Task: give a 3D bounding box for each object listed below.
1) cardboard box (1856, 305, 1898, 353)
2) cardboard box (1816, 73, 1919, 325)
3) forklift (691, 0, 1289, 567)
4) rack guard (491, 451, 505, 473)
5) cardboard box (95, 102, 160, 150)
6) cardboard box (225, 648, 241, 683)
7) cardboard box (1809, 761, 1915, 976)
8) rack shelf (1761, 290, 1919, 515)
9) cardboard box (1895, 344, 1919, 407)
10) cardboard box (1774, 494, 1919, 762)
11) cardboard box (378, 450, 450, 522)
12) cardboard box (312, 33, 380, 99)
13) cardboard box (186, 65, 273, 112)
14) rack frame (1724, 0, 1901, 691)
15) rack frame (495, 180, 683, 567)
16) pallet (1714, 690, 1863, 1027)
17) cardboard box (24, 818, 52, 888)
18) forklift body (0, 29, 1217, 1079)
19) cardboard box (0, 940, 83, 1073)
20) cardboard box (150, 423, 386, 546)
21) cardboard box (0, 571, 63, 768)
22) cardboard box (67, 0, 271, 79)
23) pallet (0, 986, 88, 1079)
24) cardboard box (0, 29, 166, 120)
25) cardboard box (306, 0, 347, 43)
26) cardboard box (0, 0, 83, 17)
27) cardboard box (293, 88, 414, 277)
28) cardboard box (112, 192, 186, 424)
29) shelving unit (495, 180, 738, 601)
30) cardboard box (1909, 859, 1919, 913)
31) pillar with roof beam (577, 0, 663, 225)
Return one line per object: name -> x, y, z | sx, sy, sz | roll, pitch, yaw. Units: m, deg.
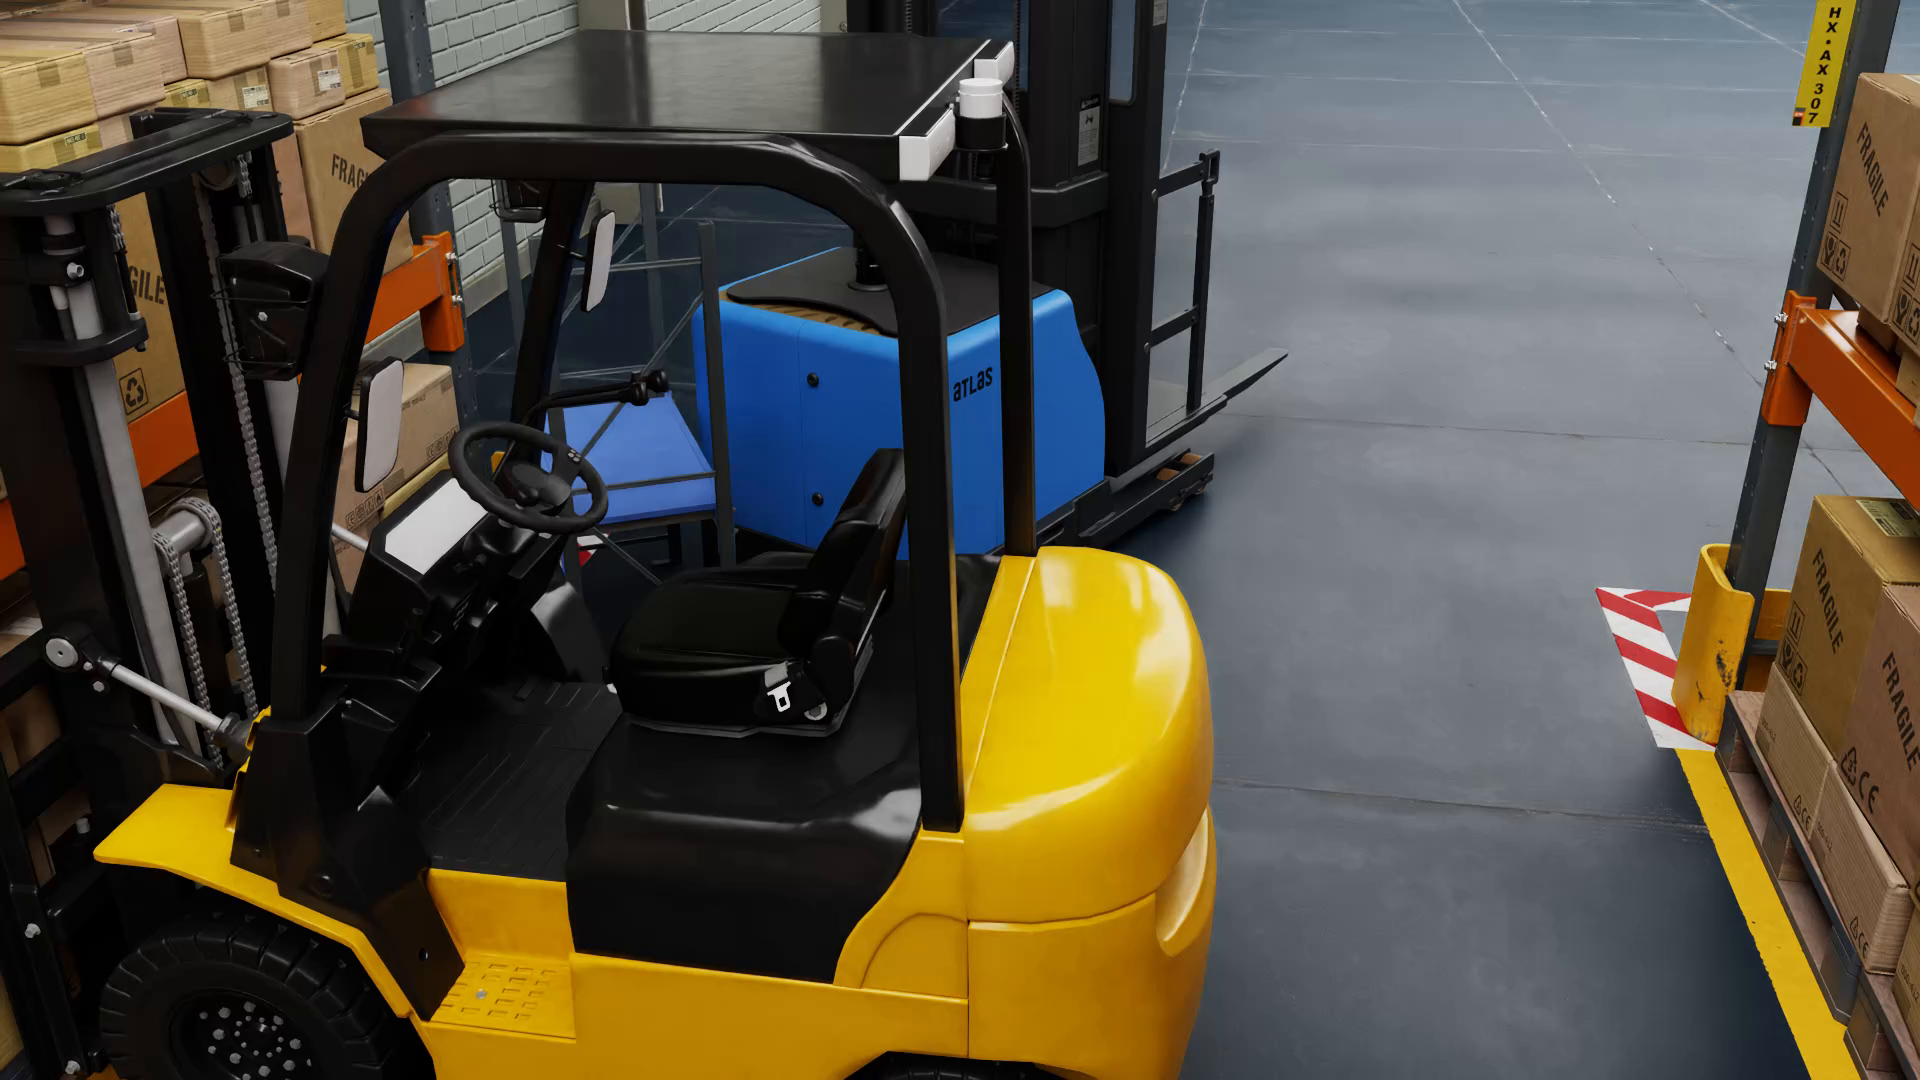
cardboard box -> 2.541, -0.576, 4.240 | 0.380, 0.149, 0.250 | 4, 25, 9
cardboard box -> 2.450, -0.819, 3.993 | 0.500, 0.500, 0.500 | 4, 25, 8
forklift -> 0.357, -1.544, 6.091 | 1.130, 2.935, 3.031 | 16, 30, 31
rack guard -> -2.093, -0.038, 5.742 | 1.175, 0.500, 0.348 | 4, 25, 9
cardboard box -> -2.041, -0.904, 3.760 | 0.380, 0.149, 0.250 | 3, 25, 7
cardboard box -> -2.024, 0.320, 4.186 | 0.500, 0.250, 0.500 | 3, 25, 7
cardboard box -> 2.305, 0.768, 3.818 | 0.500, 0.250, 0.500 | 5, 26, 10
rack shelf -> 2.474, 0.344, 2.825 | 1.077, 0.370, 4.000 | 4, 25, 9
cardboard box -> 2.390, -0.365, 3.787 | 0.380, 0.149, 0.250 | 3, 25, 7
cardboard box -> 2.393, 0.226, 4.093 | 0.500, 0.500, 0.500 | 3, 25, 7
cardboard box -> -1.868, -0.106, 5.097 | 0.500, 0.250, 0.500 | 4, 25, 8
cardboard box -> -1.877, -1.335, 4.681 | 0.380, 0.149, 0.250 | 4, 25, 9
cardboard box -> -1.992, -1.122, 4.225 | 0.380, 0.149, 0.250 | 4, 25, 10
rack frame -> 2.801, -0.818, 4.459 | 1.000, 3.000, 0.127 | 4, 25, 9
rack frame -> -1.254, -0.569, 5.696 | 0.500, 1.500, 0.032 | -8, 26, -17
pallet -> 2.621, 0.814, 4.262 | 1.003, 0.211, 1.213 | 4, 25, 9
cardboard box -> -2.193, 0.740, 3.289 | 0.500, 0.250, 0.500 | 4, 25, 8
forklift body -> -0.607, 0.144, 3.406 | 2.313, 2.155, 1.214 | 4, 25, 9
cardboard box -> -2.209, 0.959, 3.411 | 0.500, 0.250, 0.500 | 4, 25, 9
cardboard box -> -1.942, -0.130, 4.558 | 0.500, 0.250, 0.500 | 4, 25, 9
cardboard box -> -2.105, 0.293, 3.654 | 0.500, 0.250, 0.500 | 4, 25, 7
cardboard box -> -1.973, -1.253, 4.155 | 0.380, 0.149, 0.250 | 5, 25, 10
pallet -> -2.382, 0.934, 4.005 | 1.003, 0.211, 1.213 | 4, 25, 9
cardboard box -> -2.020, -1.037, 3.694 | 0.380, 0.149, 0.250 | 5, 25, 10
cardboard box -> -1.948, -1.470, 4.618 | 0.380, 0.149, 0.250 | 4, 25, 9
cardboard box -> -2.468, -1.290, 4.234 | 0.380, 0.149, 0.250 | 4, 25, 10
cardboard box -> -1.918, -0.982, 4.691 | 0.500, 0.500, 0.500 | 3, 25, 7
cardboard box -> -2.096, -0.551, 3.771 | 0.500, 0.500, 0.500 | 4, 25, 8
shelving unit -> -1.085, -0.365, 5.261 | 0.538, 1.500, 1.048 | -8, 26, -17
cardboard box -> 2.221, 0.654, 3.178 | 0.500, 0.500, 0.500 | 5, 25, 10
pillar with roof beam -> 2.128, -5.860, 8.154 | 9.100, 9.000, 0.400 | 4, 25, 9
